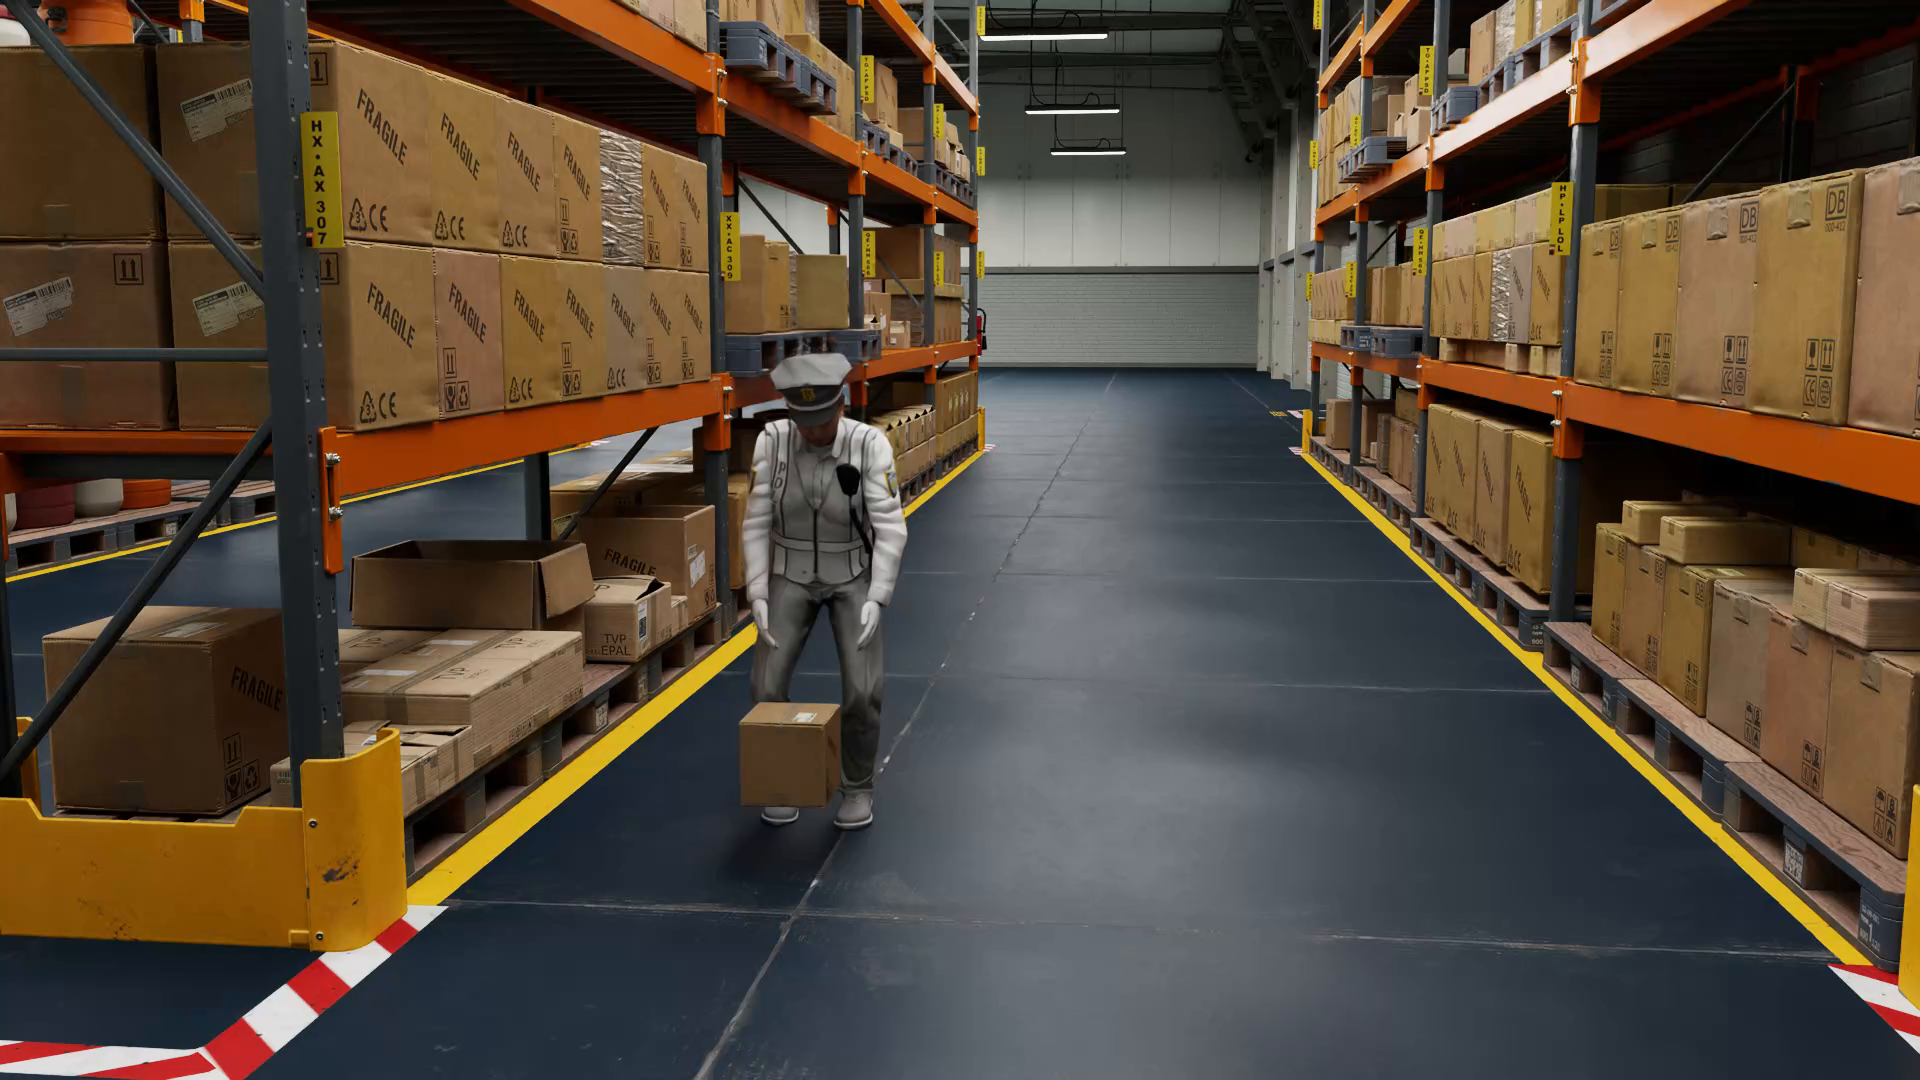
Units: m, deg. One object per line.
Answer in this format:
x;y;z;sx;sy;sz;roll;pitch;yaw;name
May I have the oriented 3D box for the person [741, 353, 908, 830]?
-0.424;0.161;5.258;0.529;1.501;0.612;1;8;7;person
